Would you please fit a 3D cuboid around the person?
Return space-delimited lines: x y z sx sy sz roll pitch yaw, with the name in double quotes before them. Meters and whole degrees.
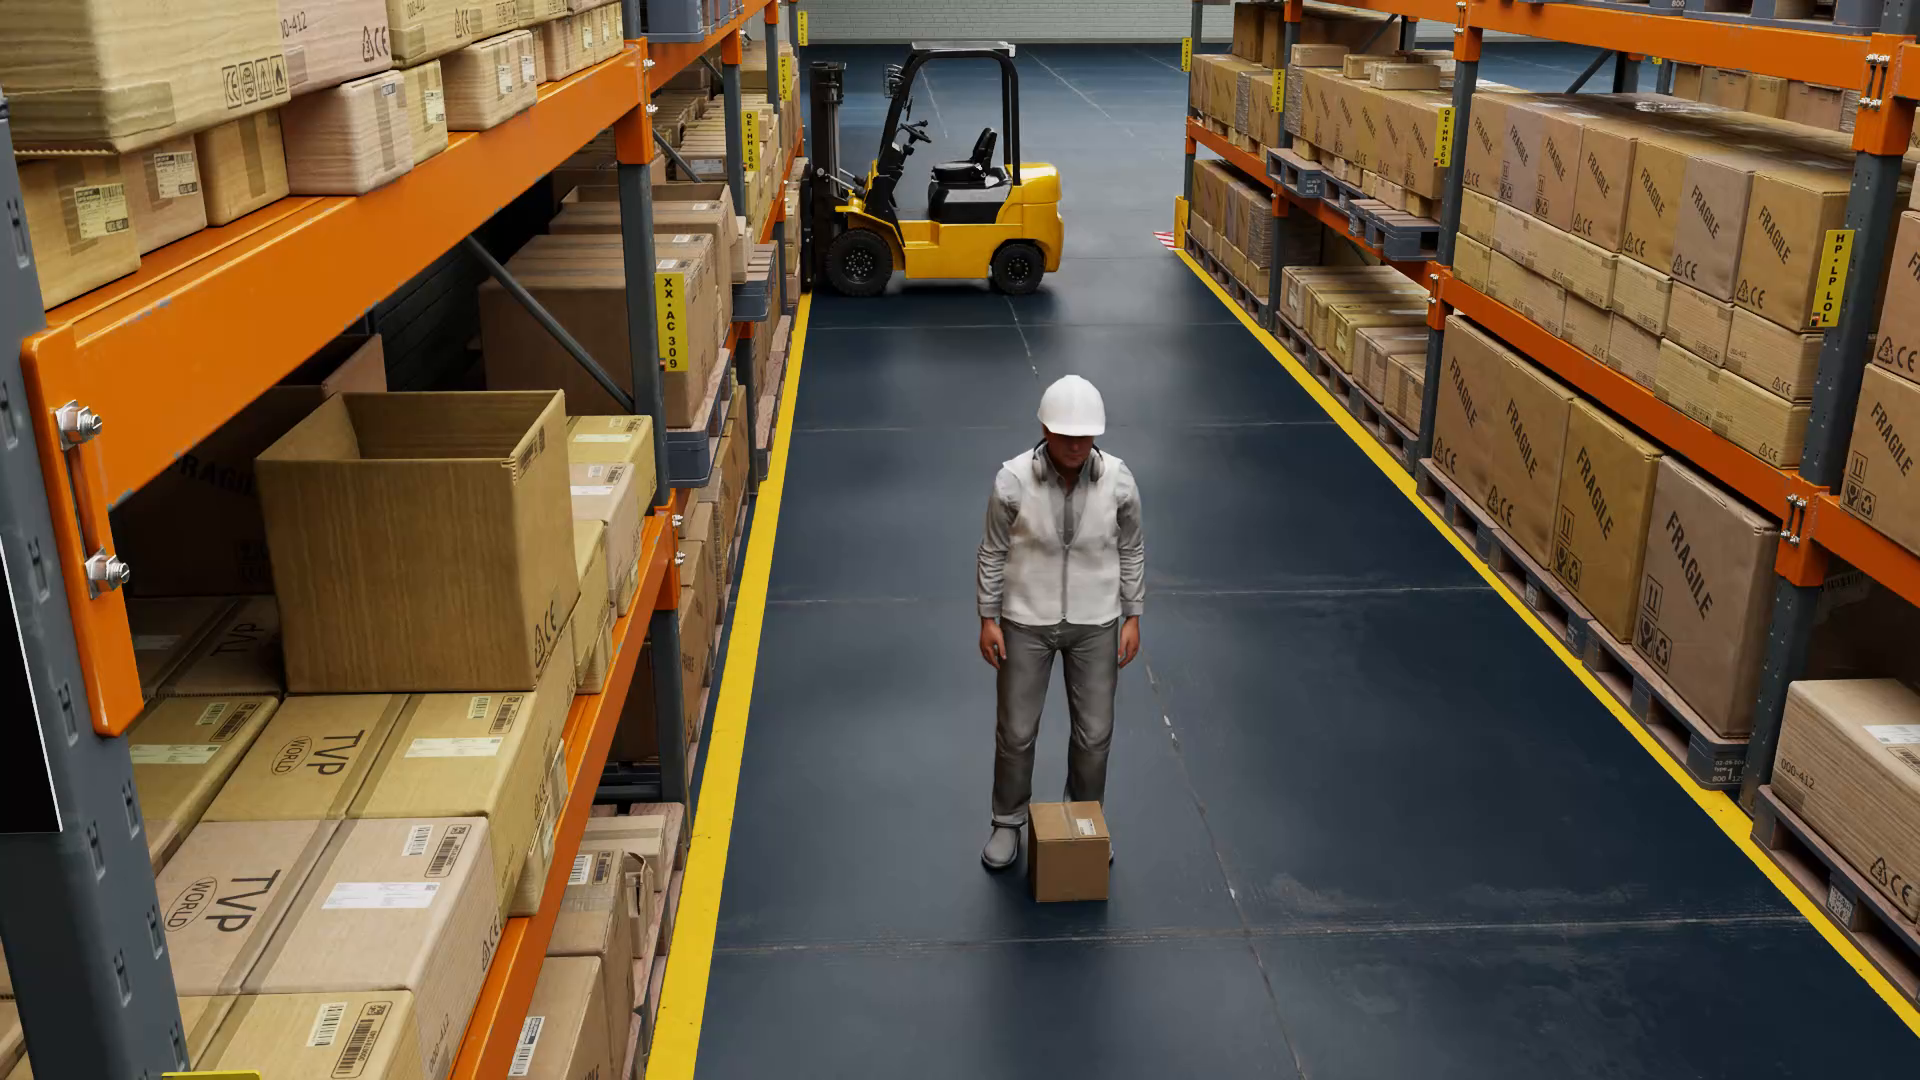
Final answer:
"person" 0.348 0.282 5.773 0.581 1.772 0.460 -1 20 -3
